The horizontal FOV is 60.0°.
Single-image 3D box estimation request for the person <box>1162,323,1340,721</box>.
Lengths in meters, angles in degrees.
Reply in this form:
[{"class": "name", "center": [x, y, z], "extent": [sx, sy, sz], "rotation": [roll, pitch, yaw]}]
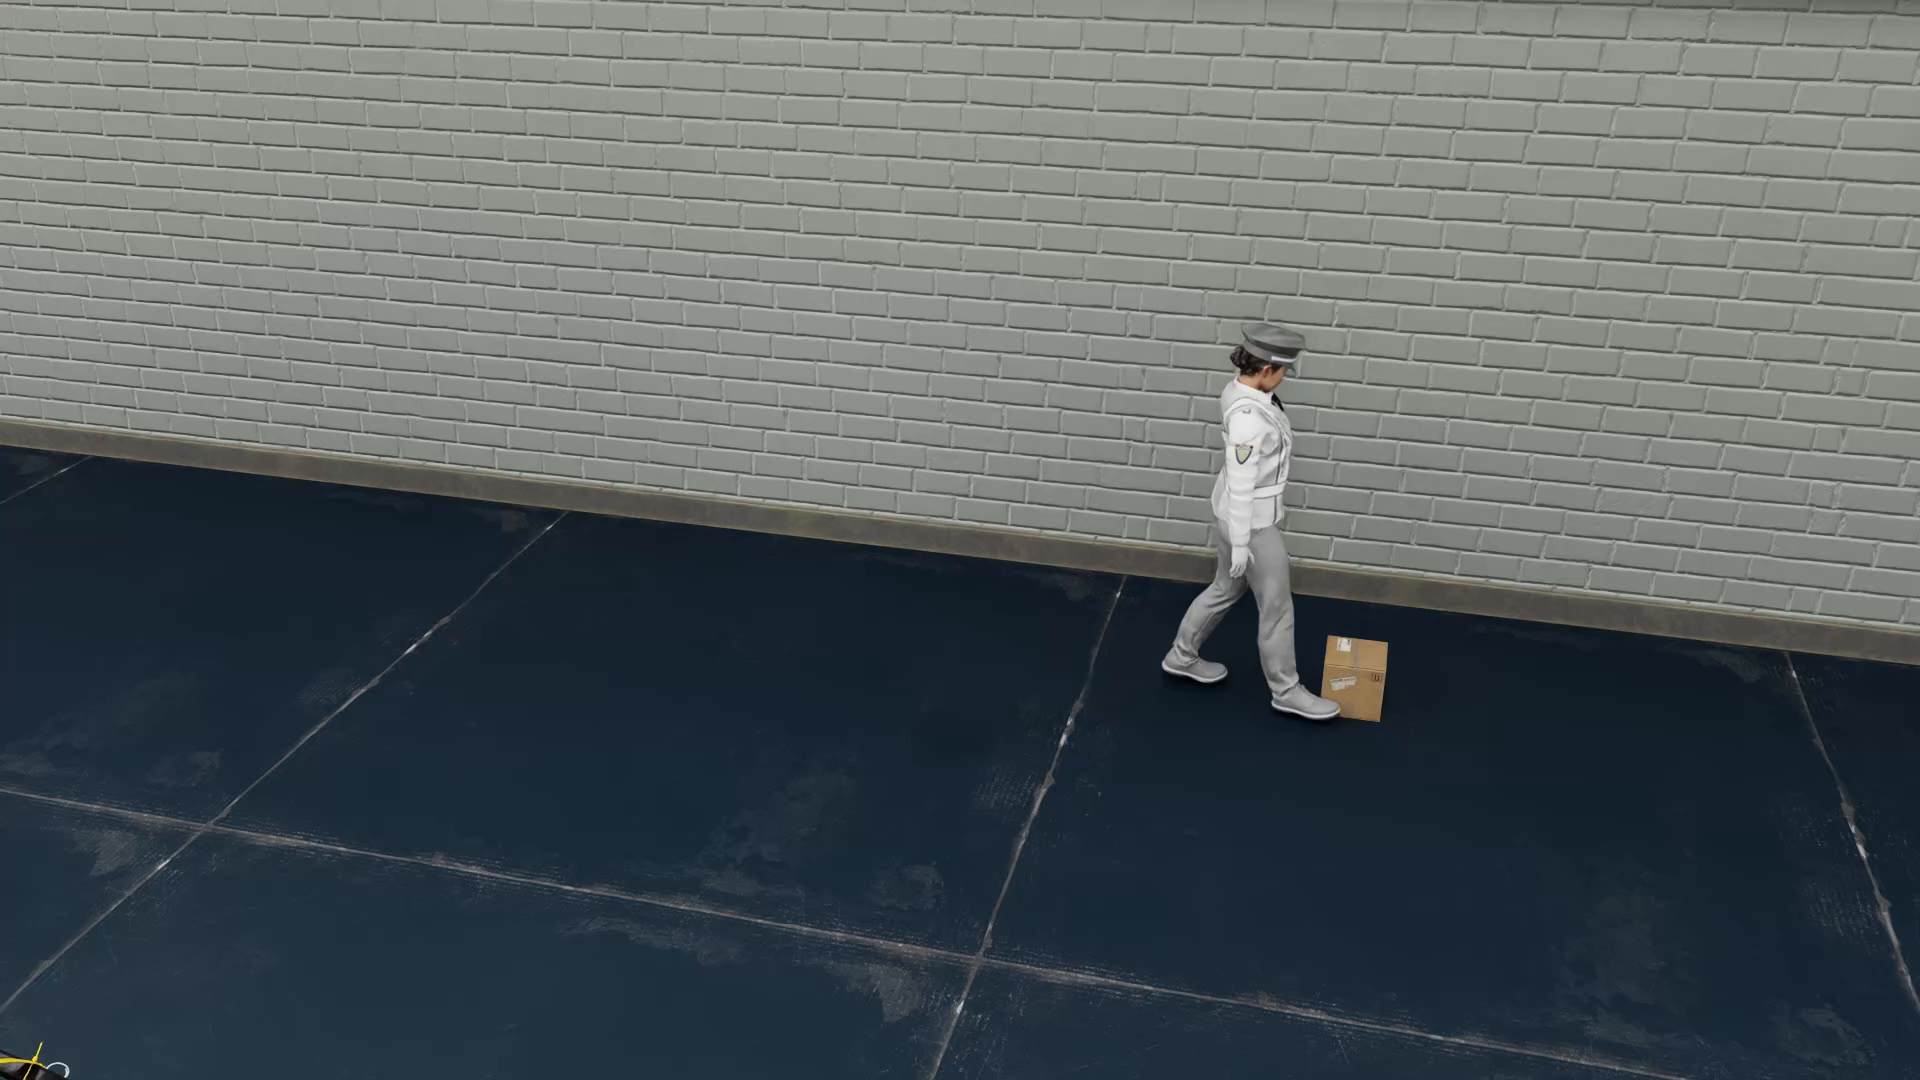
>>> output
[{"class": "person", "center": [1.233, -0.089, 6.767], "extent": [0.738, 1.636, 0.520], "rotation": [2, 26, 5]}]
